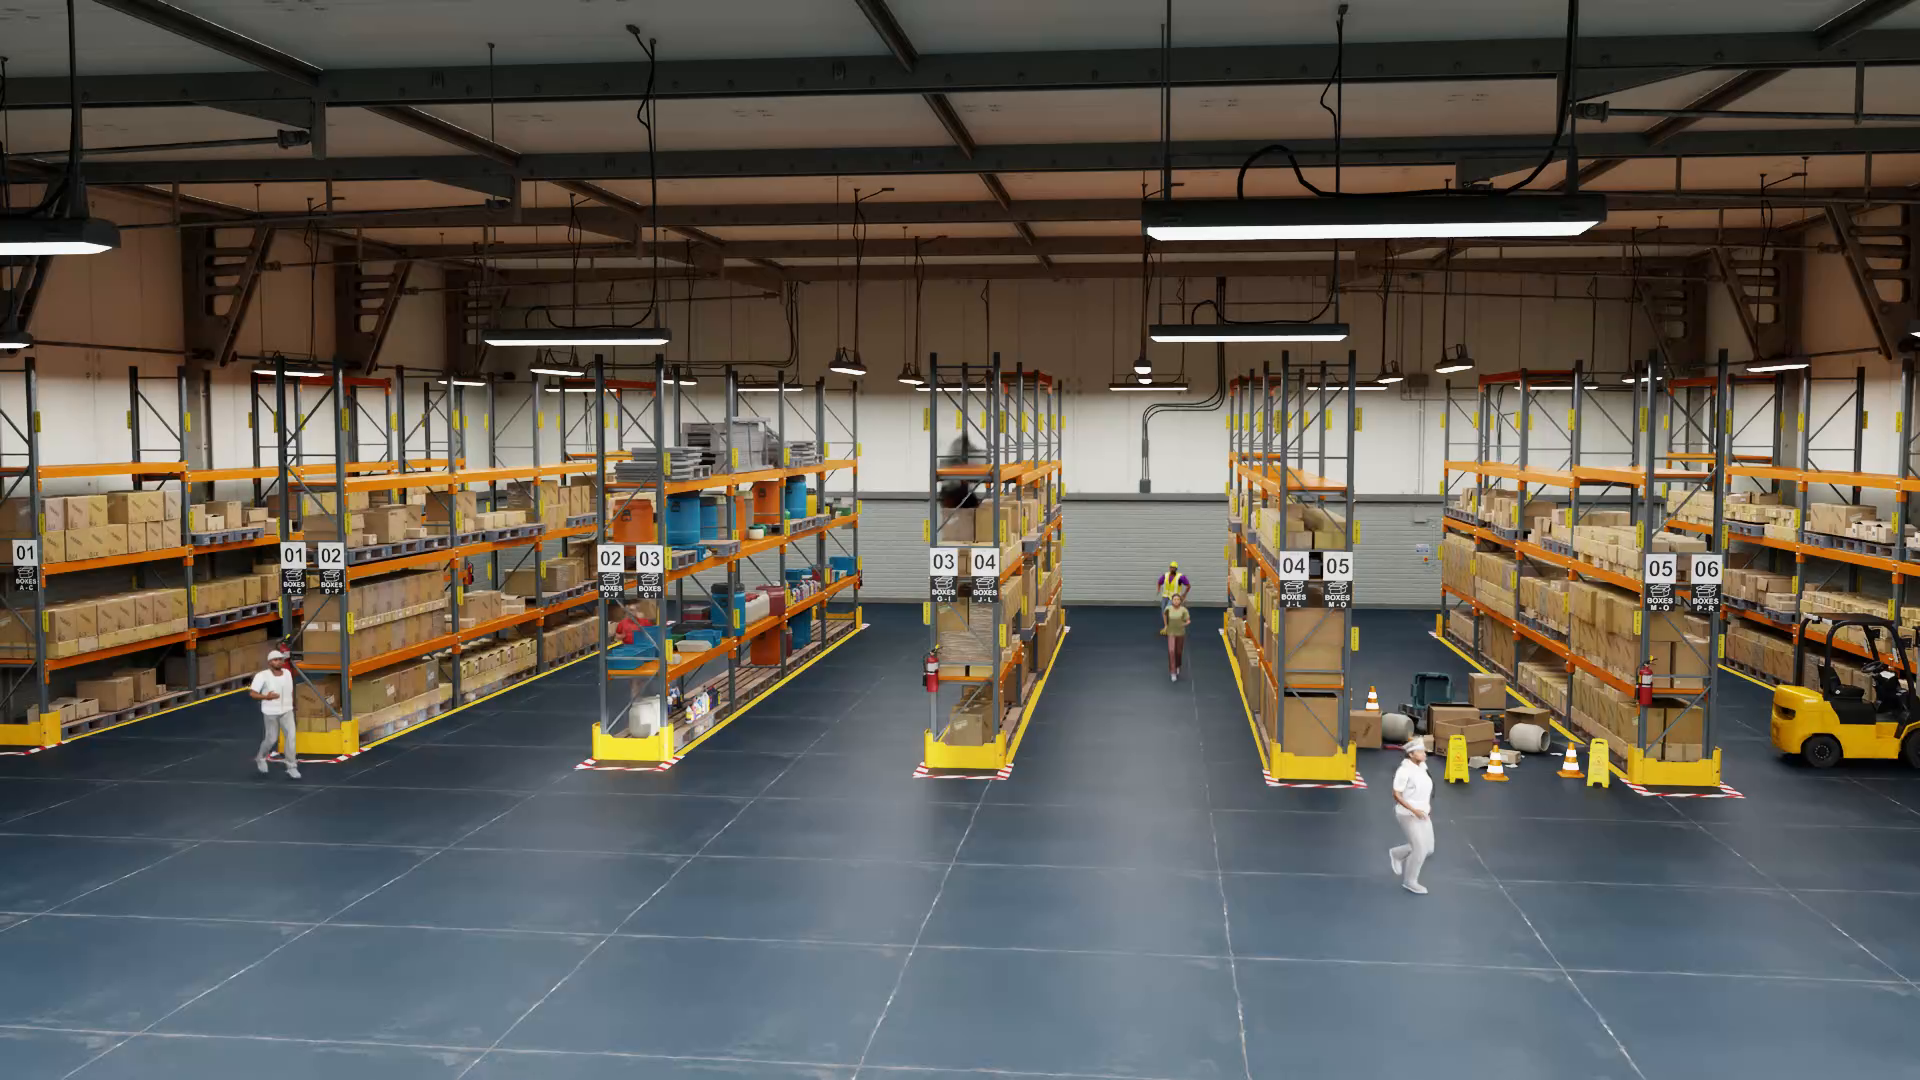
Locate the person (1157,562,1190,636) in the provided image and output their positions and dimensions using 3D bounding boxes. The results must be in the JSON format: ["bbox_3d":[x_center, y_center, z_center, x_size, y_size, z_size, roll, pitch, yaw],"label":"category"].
[{"bbox_3d":[4.959,1.384,39.082,0.765,1.764,0.662,3,5,33],"label":"person"}]

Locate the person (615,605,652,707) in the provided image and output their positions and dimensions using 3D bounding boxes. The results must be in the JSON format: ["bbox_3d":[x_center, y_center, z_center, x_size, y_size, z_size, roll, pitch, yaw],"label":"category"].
[{"bbox_3d":[-5.820,2.034,29.640,0.647,1.773,0.823,0,4,4],"label":"person"}]

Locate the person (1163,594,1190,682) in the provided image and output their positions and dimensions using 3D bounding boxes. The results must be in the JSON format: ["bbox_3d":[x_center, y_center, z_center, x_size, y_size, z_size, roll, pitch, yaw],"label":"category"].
[{"bbox_3d":[4.235,1.871,32.526,0.533,1.683,0.956,0,4,6],"label":"person"}]

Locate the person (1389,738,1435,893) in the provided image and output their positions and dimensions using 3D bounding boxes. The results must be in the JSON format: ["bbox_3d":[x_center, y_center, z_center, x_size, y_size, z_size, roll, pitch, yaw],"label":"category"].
[{"bbox_3d":[4.835,2.927,17.827,0.608,1.654,0.558,-4,6,-44],"label":"person"}]

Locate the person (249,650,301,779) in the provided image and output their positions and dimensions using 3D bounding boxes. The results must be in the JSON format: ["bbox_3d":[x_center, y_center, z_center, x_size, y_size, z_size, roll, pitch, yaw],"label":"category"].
[{"bbox_3d":[-9.645,2.446,23.455,0.867,1.785,0.704,4,5,42],"label":"person"}]
